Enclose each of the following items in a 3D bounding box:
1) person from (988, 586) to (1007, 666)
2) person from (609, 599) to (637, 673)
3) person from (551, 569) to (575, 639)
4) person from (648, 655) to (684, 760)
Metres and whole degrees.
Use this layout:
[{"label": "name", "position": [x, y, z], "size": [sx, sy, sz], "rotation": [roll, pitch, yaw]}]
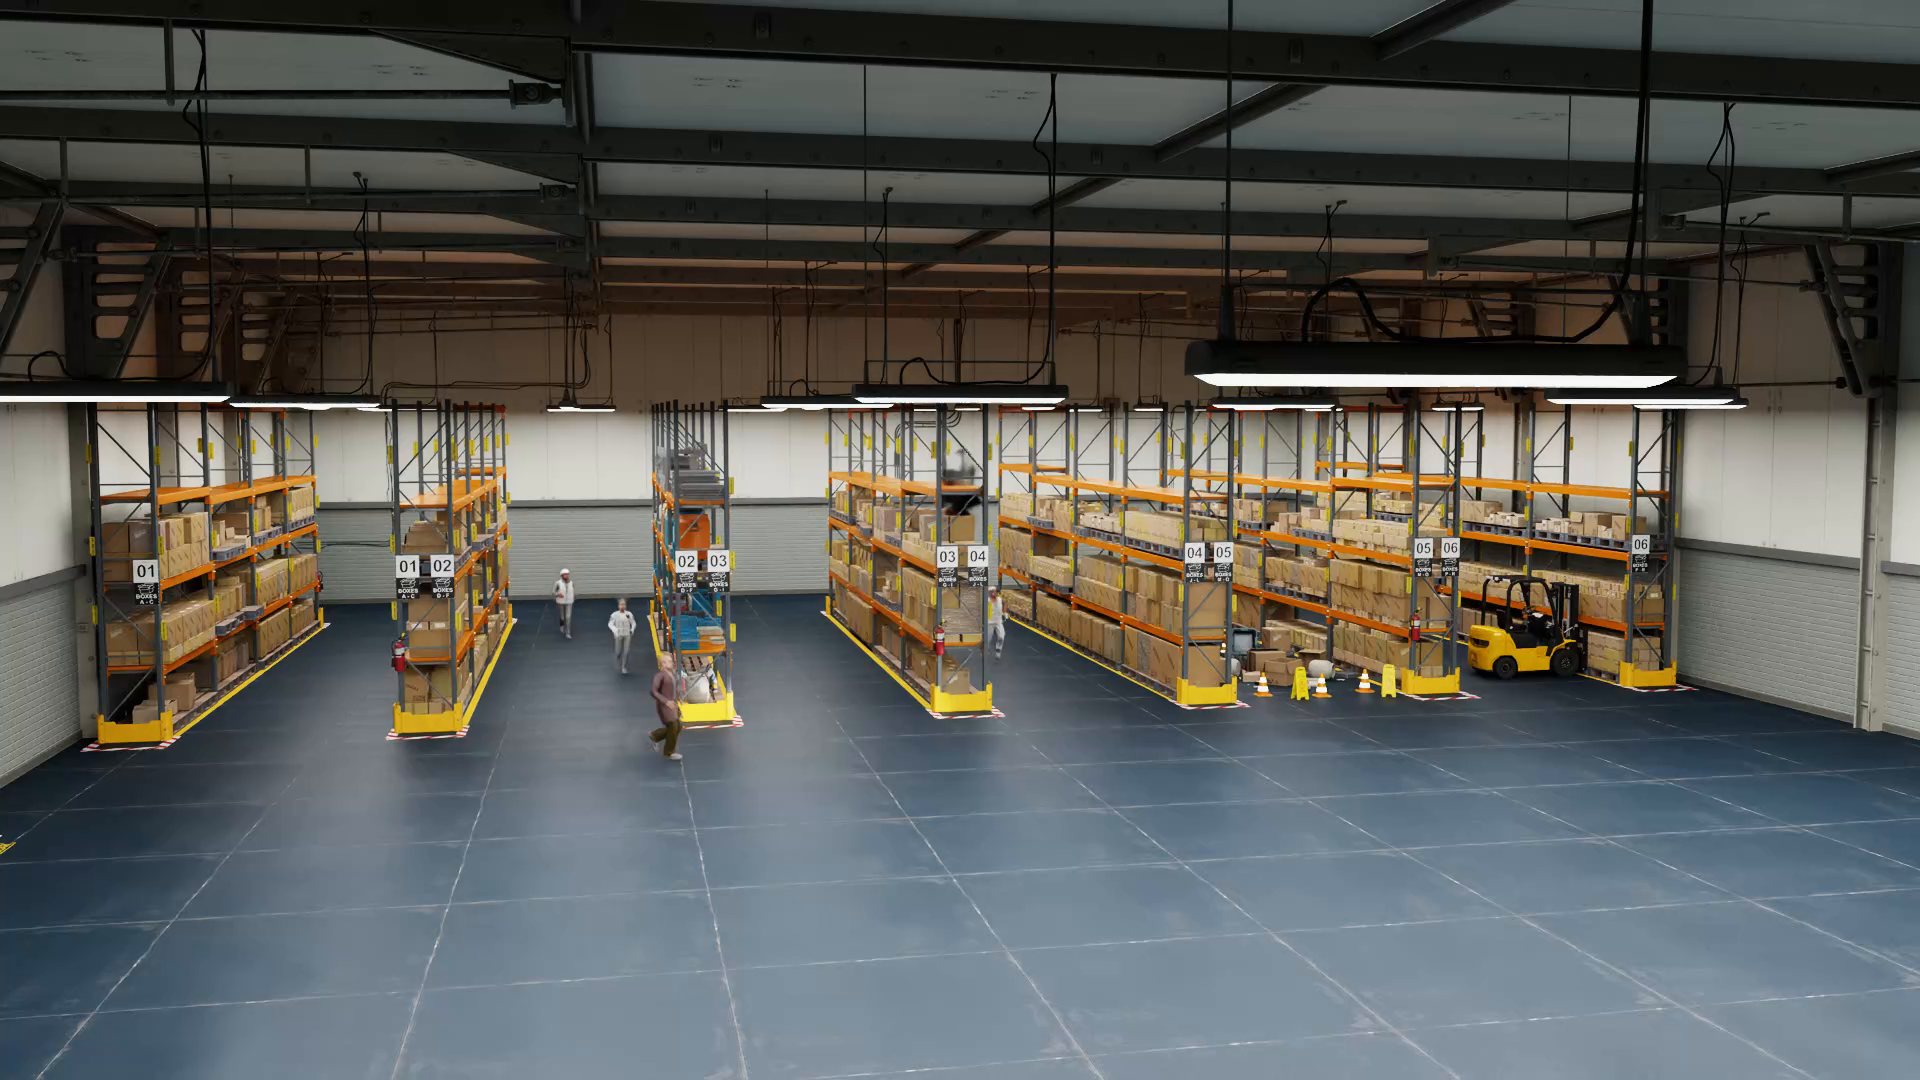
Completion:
[{"label": "person", "position": [0.786, 1.953, 38.211], "size": [0.671, 1.819, 0.911], "rotation": [-1, 4, -13]}, {"label": "person", "position": [-7.479, 2.117, 36.915], "size": [0.615, 1.647, 0.575], "rotation": [-1, 4, -17]}, {"label": "person", "position": [-10.181, 1.629, 42.766], "size": [0.654, 1.778, 0.836], "rotation": [-2, 5, -27]}, {"label": "person", "position": [-4.886, 2.774, 27.608], "size": [0.620, 1.729, 0.756], "rotation": [1, 4, 17]}]
